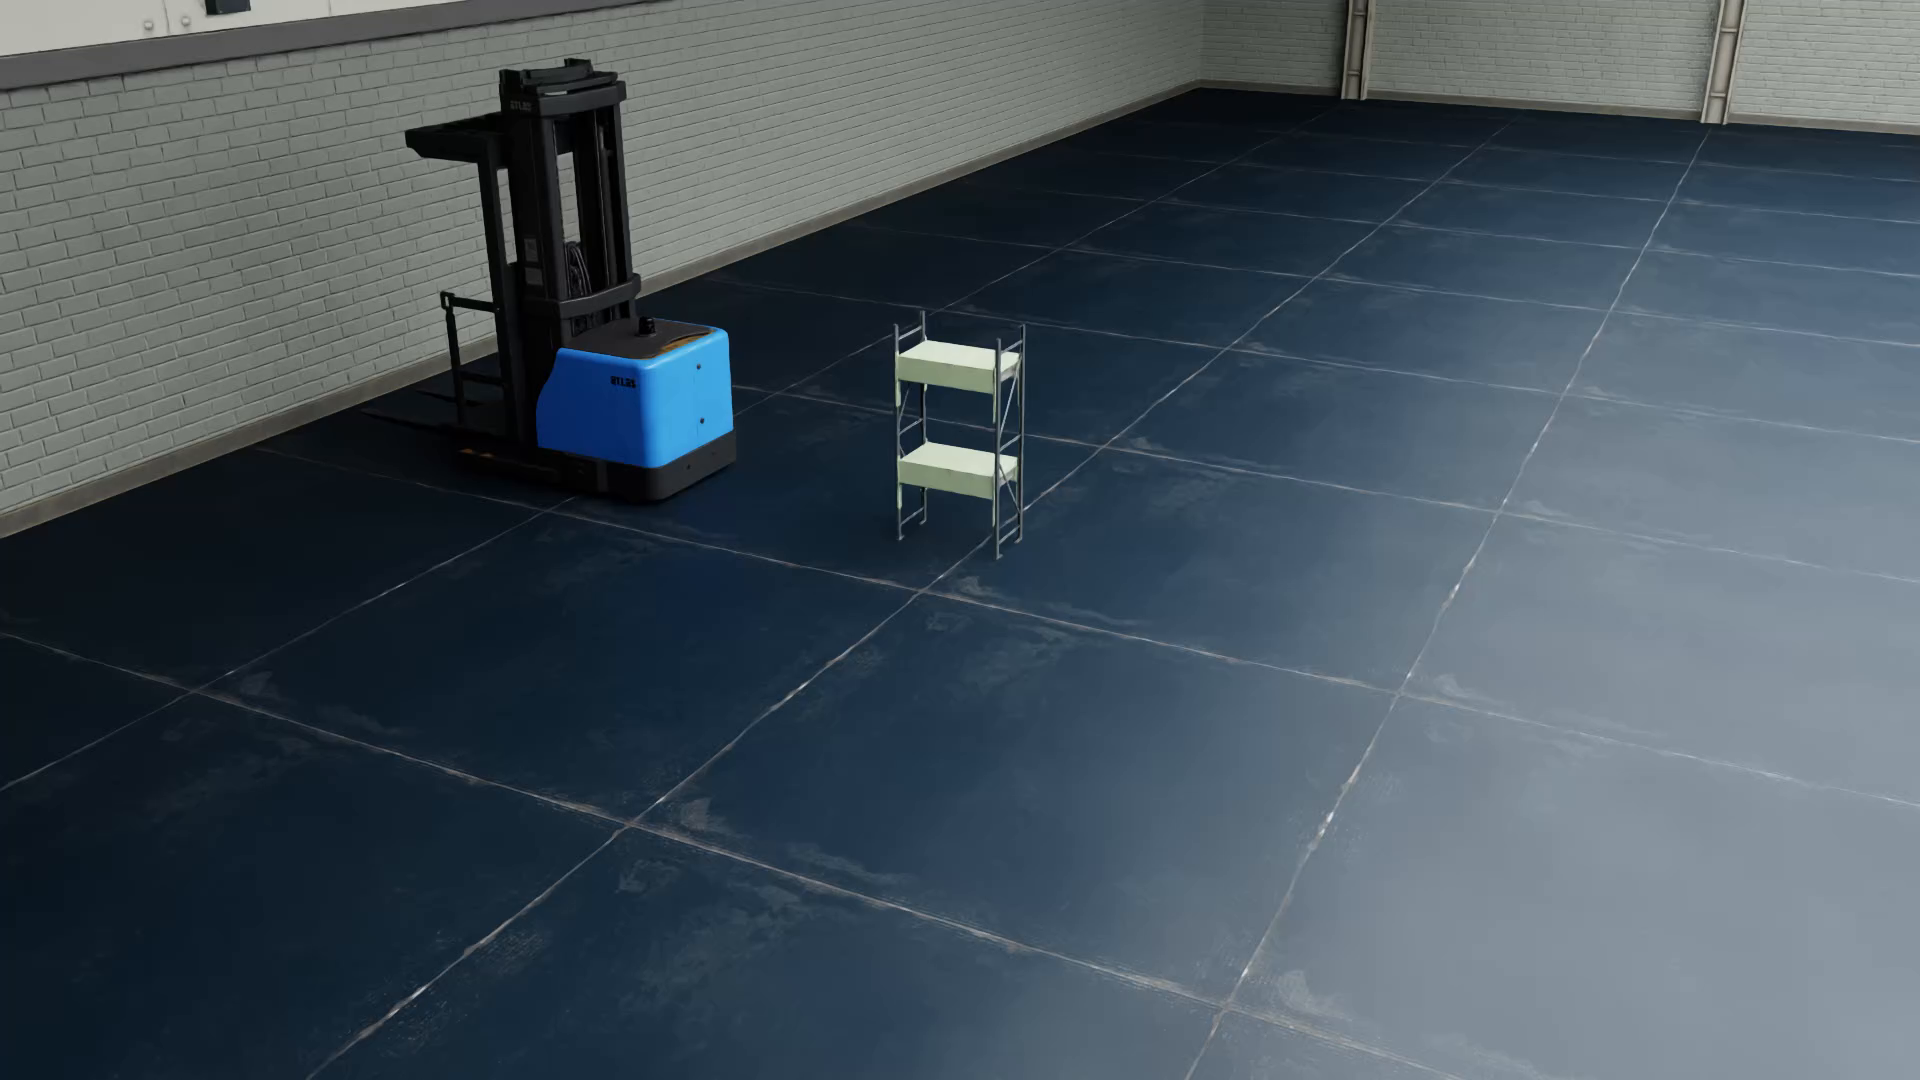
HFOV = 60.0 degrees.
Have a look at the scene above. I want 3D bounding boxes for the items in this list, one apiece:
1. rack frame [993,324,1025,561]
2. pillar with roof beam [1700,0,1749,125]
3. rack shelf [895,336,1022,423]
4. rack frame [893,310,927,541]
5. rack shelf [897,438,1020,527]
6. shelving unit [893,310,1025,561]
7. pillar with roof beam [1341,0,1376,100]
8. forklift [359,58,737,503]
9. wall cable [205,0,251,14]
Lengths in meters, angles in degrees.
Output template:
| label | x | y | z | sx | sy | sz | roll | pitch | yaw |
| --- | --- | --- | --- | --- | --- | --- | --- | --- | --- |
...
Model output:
| label | x | y | z | sx | sy | sz | roll | pitch | yaw |
| --- | --- | --- | --- | --- | --- | --- | --- | --- | --- |
| rack frame | 0.321 | -0.627 | 10.807 | 0.023 | 1.500 | 0.400 | 11 | 25 | 25 |
| pillar with roof beam | 10.505 | -9.530 | 22.161 | 0.400 | 9.000 | 9.100 | 11 | 25 | 25 |
| rack shelf | -0.006 | -1.050 | 10.807 | 0.720 | 0.370 | 0.431 | 11 | 25 | 25 |
| rack frame | -0.333 | -0.756 | 11.111 | 0.023 | 1.500 | 0.400 | 11 | 25 | 25 |
| rack shelf | -0.006 | -0.391 | 11.087 | 0.720 | 0.370 | 0.431 | 11 | 25 | 25 |
| shelving unit | -0.006 | -0.691 | 10.959 | 0.755 | 1.500 | 0.431 | 11 | 25 | 25 |
| pillar with roof beam | 5.150 | -10.590 | 24.652 | 0.400 | 9.000 | 9.100 | 11 | 25 | 25 |
| forklift | -3.226 | -2.001 | 12.210 | 3.031 | 2.935 | 1.130 | 11 | 26 | 25 |
| wall cable | -4.855 | -6.951 | 11.752 | 0.169 | 6.003 | 2.305 | 11 | 25 | 25 |
